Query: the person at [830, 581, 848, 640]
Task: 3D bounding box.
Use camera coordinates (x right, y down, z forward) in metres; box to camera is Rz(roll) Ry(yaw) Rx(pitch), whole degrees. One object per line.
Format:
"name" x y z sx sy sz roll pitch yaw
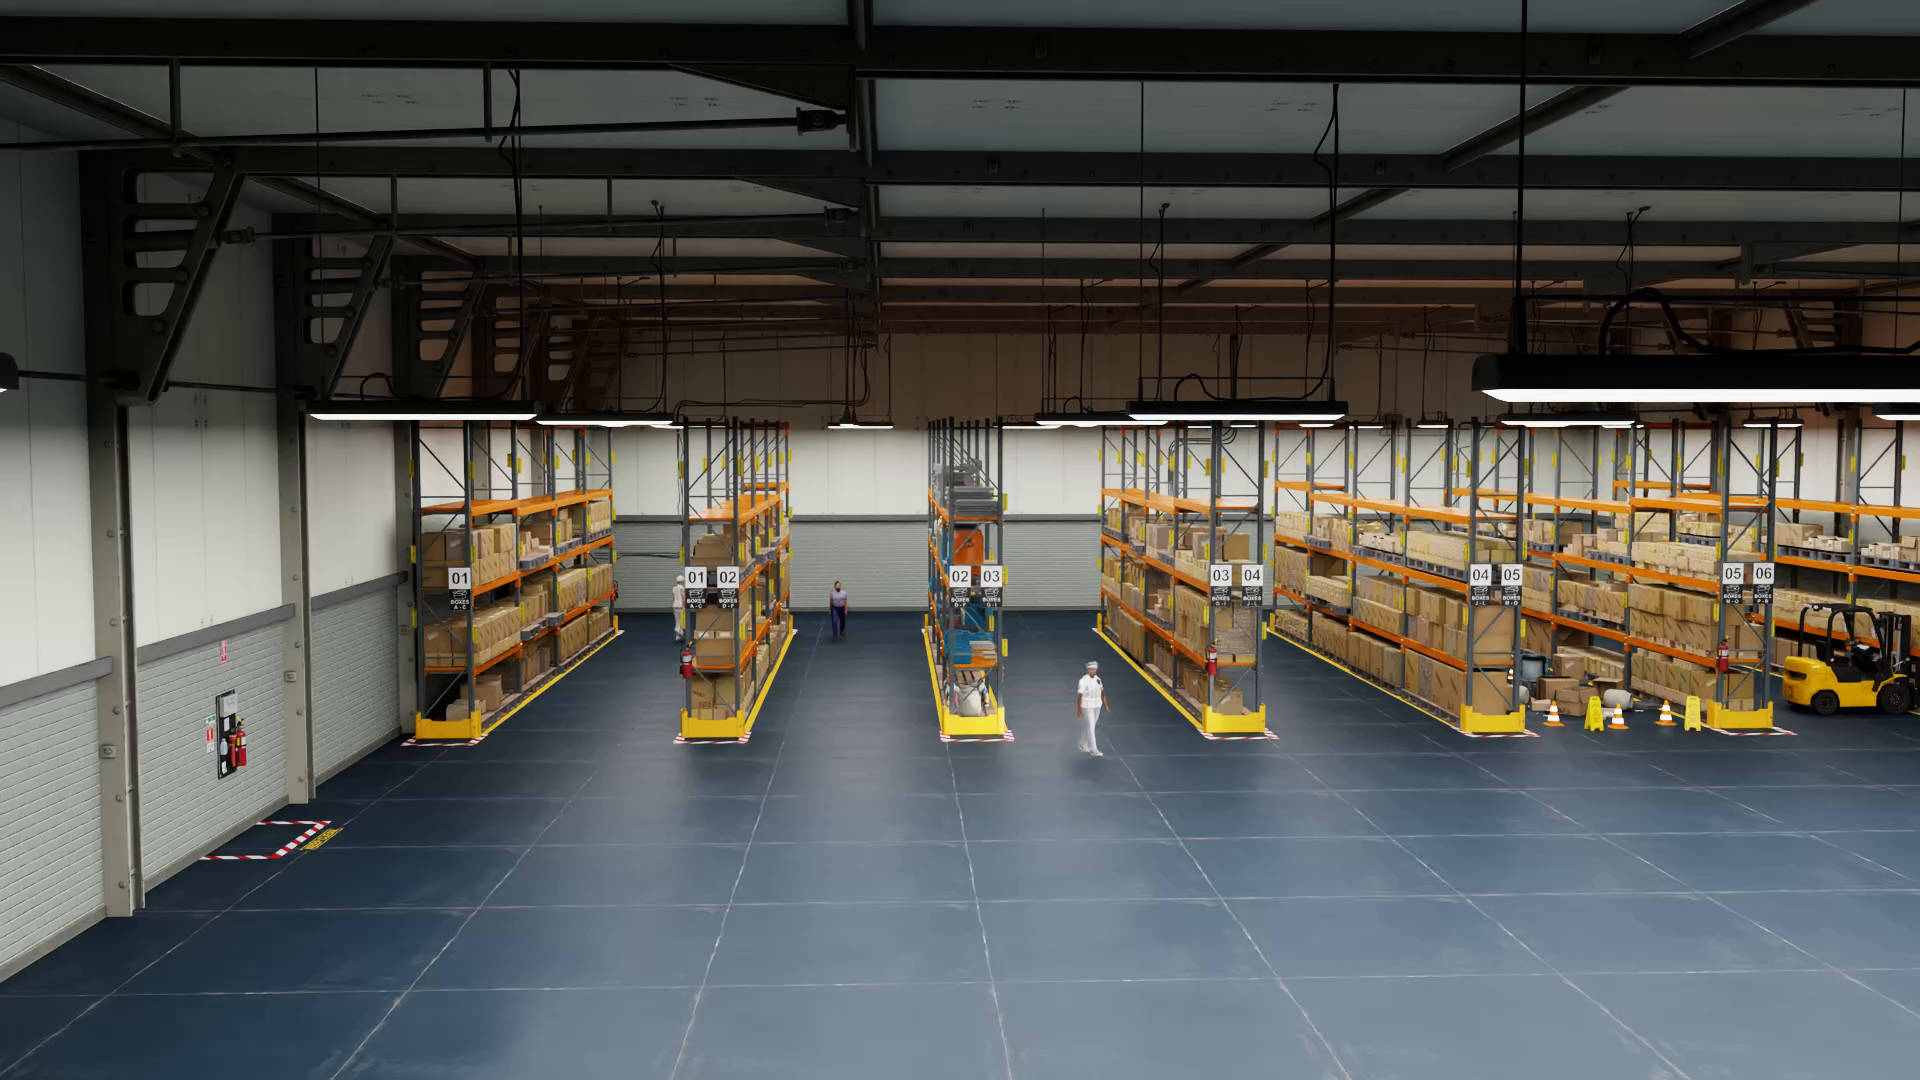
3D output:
"person" -3.340 1.922 45.777 0.485 1.601 0.857 0 4 -5

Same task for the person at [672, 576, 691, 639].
"person" -7.633 1.836 45.385 0.570 1.723 0.438 2 4 31

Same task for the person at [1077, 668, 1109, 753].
"person" 2.320 2.943 29.446 0.485 1.549 0.733 -3 5 -37
